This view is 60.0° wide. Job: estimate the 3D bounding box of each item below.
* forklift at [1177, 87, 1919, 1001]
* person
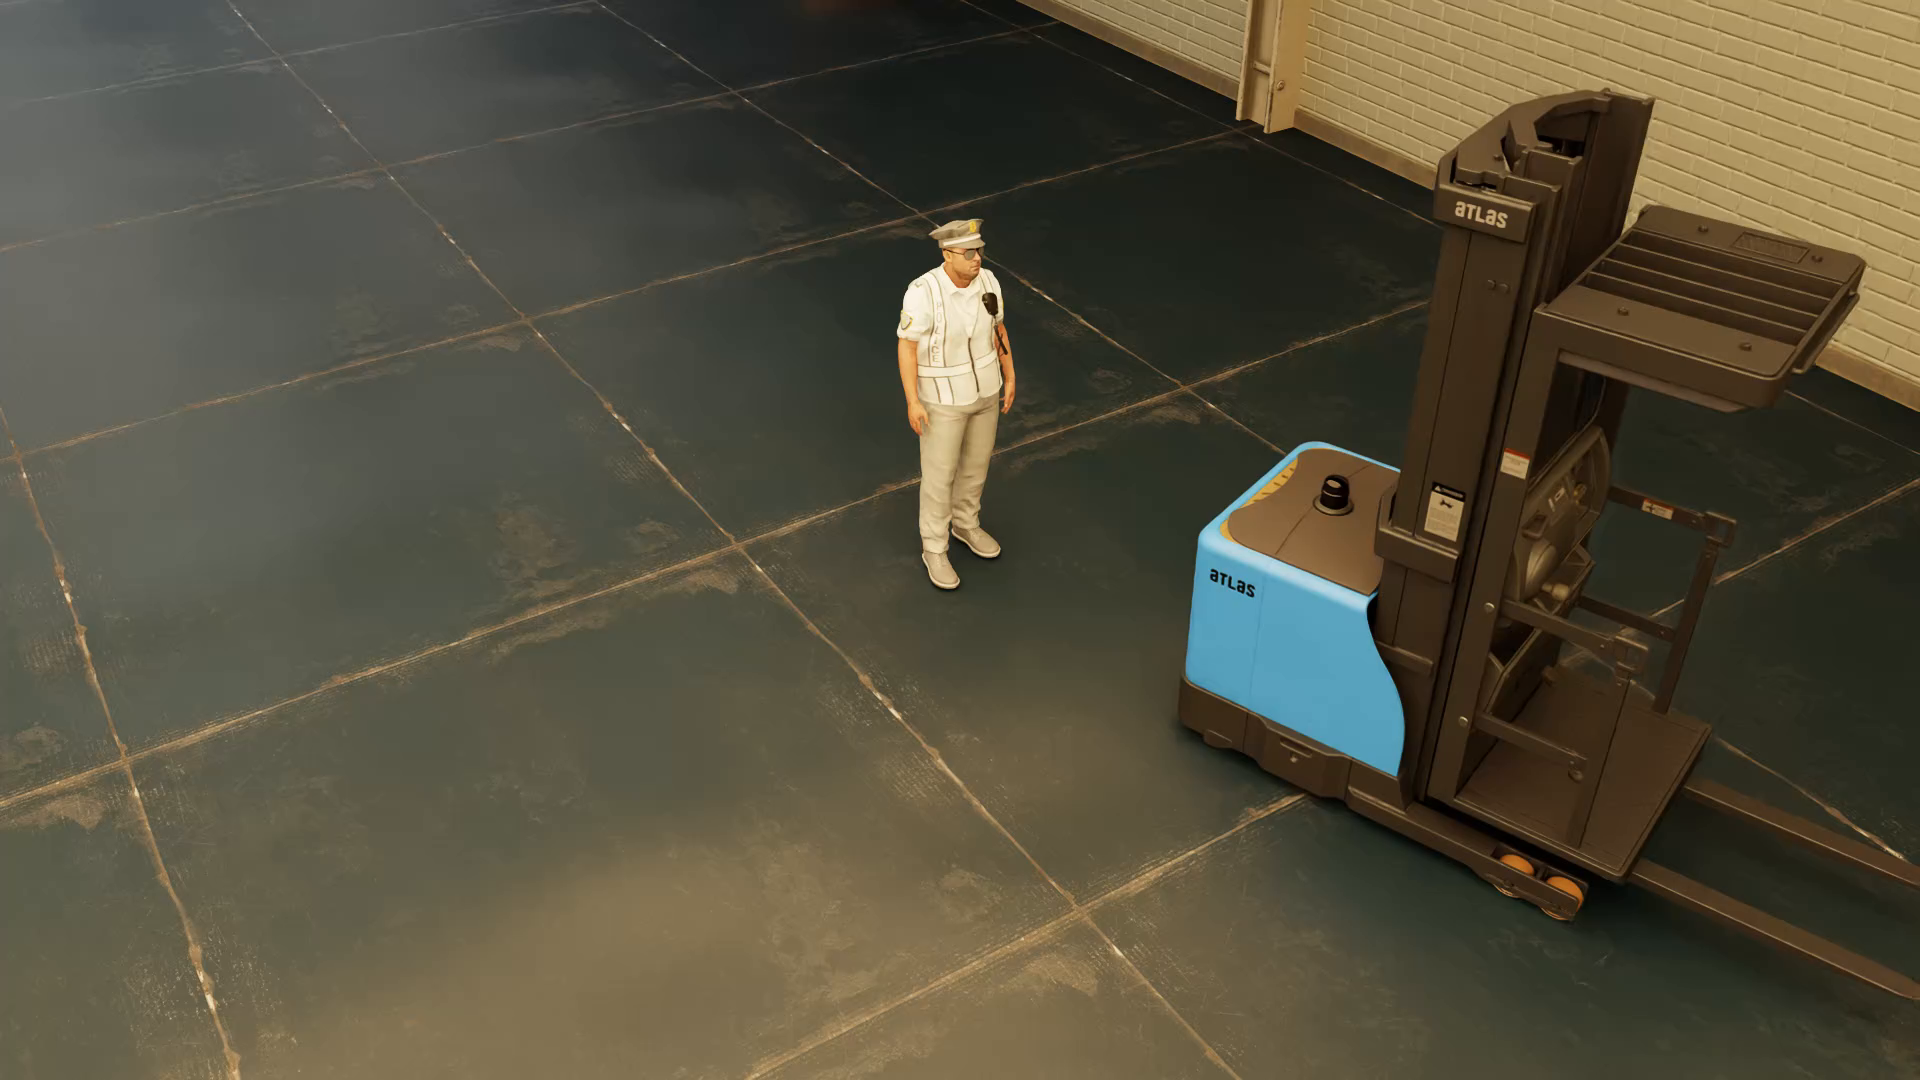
[{"bbox_3d":[2.450,-0.050,6.218,3.031,2.935,1.130,24,42,30],"label":"forklift"},{"bbox_3d":[0.033,-0.695,8.121,0.641,1.781,0.574,-21,40,-27],"label":"person"}]
